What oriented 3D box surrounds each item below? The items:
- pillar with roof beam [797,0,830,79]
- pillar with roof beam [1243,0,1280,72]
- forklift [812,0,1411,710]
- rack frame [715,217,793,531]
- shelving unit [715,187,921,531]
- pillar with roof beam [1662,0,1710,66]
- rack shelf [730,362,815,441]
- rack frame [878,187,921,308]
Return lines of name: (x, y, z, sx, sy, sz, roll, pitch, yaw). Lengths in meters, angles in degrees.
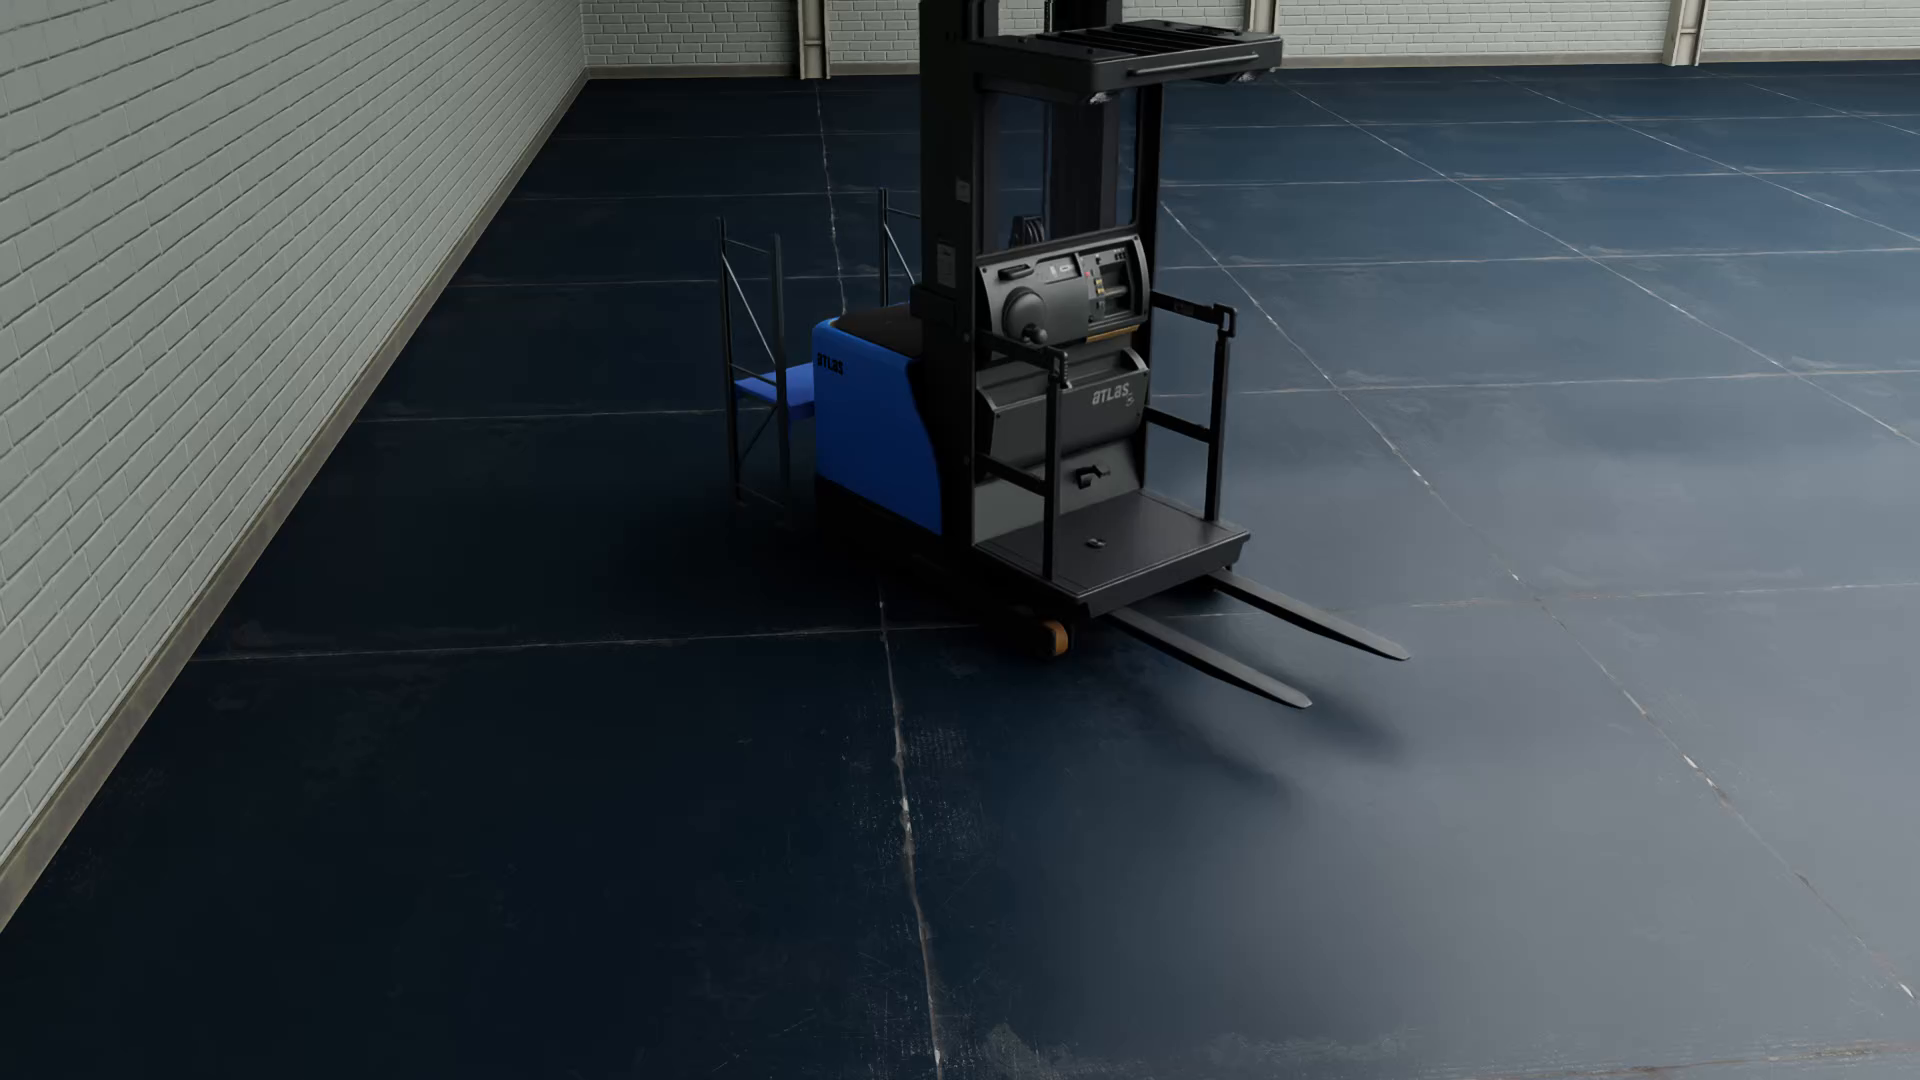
pillar with roof beam: (-1.502, -8.517, 16.333, 0.400, 9.000, 9.100, -2, 24, -5)
pillar with roof beam: (4.469, -8.757, 16.872, 0.400, 9.000, 9.100, -2, 24, -5)
forklift: (0.594, -1.062, 7.030, 1.130, 2.935, 3.031, -18, 30, -35)
rack frame: (-1.016, -0.810, 8.225, 0.032, 1.500, 0.500, -20, 31, -37)
shelving unit: (-0.635, -0.946, 8.532, 1.048, 1.500, 0.538, -20, 31, -37)
pillar with roof beam: (10.440, -8.996, 17.411, 0.400, 9.000, 9.100, -2, 24, -5)
rack shelf: (-0.635, -0.782, 8.605, 1.000, 0.185, 0.538, -20, 31, -37)
rack frame: (-0.254, -1.083, 8.839, 0.032, 1.500, 0.500, -20, 31, -37)
